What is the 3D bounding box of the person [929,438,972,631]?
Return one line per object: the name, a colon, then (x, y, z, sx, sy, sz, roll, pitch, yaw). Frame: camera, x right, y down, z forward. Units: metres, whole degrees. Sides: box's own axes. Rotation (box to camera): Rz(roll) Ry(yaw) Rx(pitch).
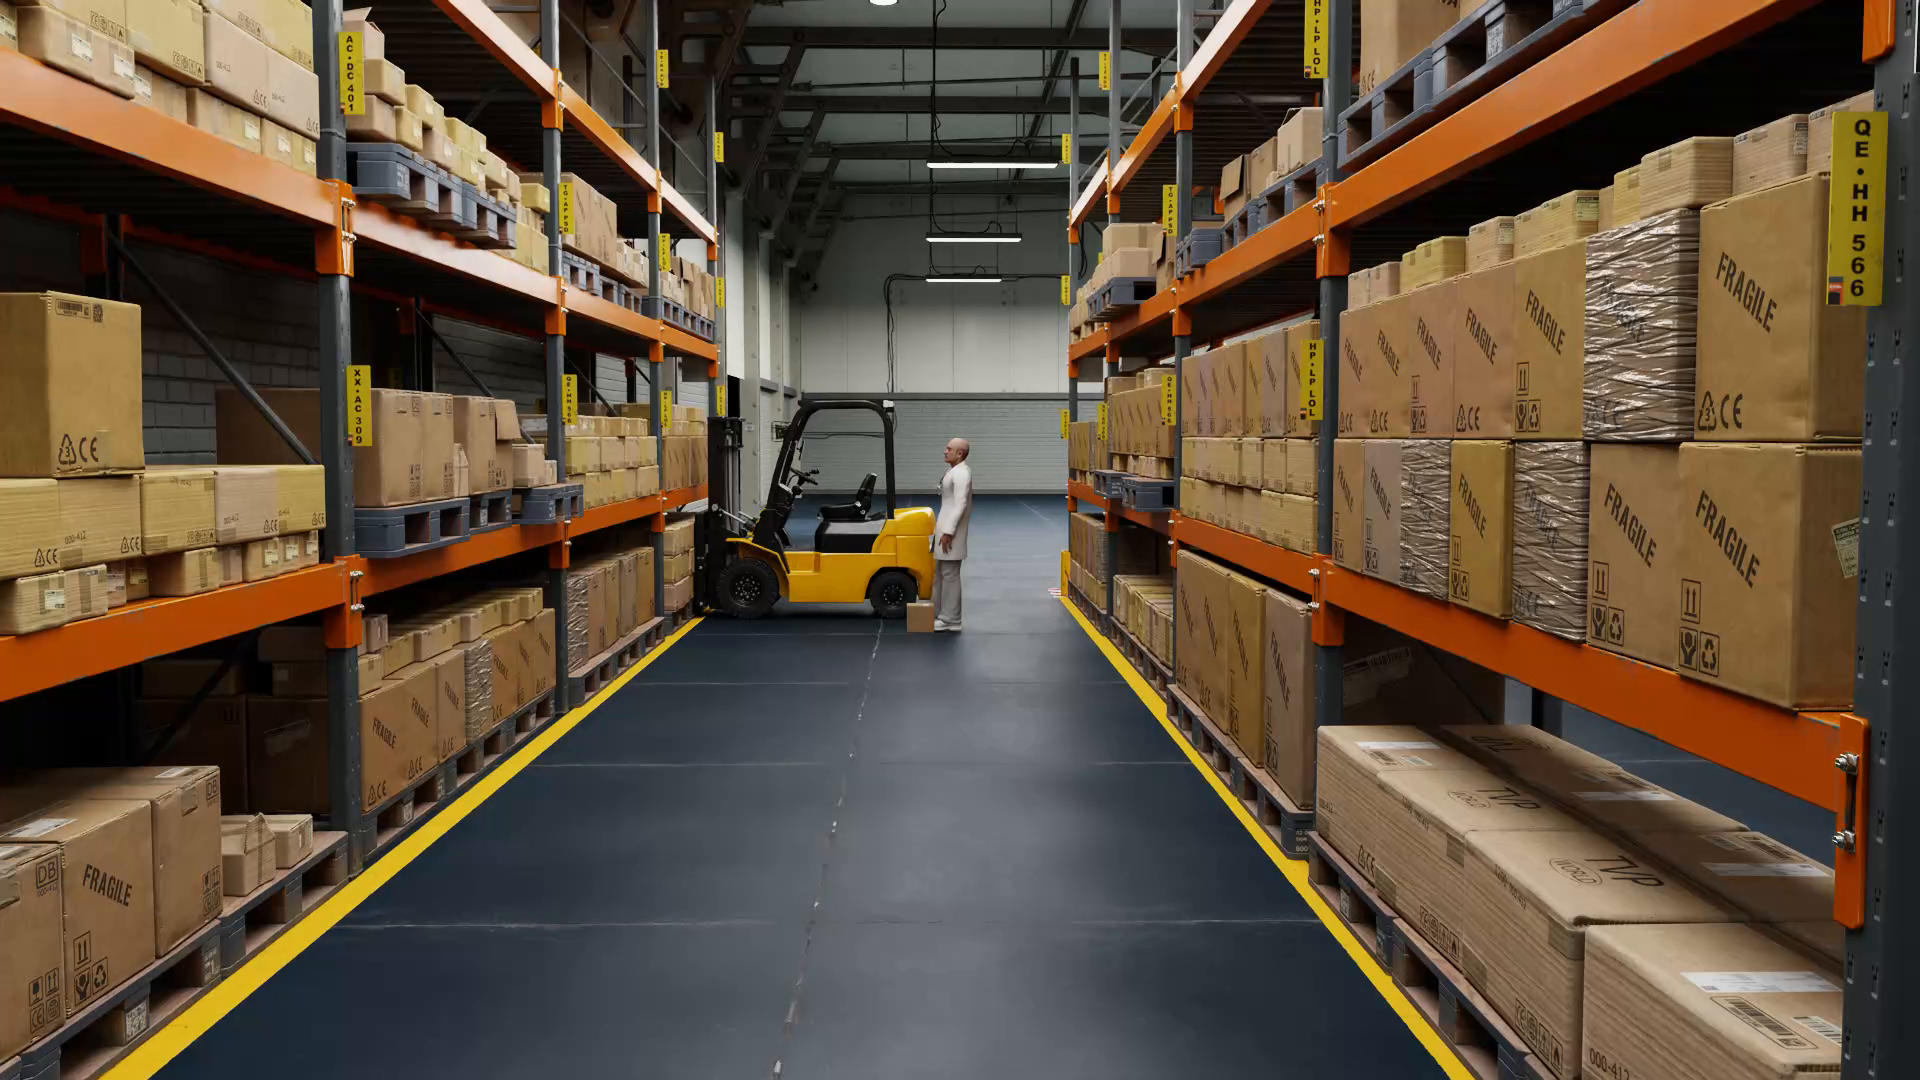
person: (-0.176, -0.052, 15.364, 0.579, 1.777, 0.698, 0, 4, -1)
